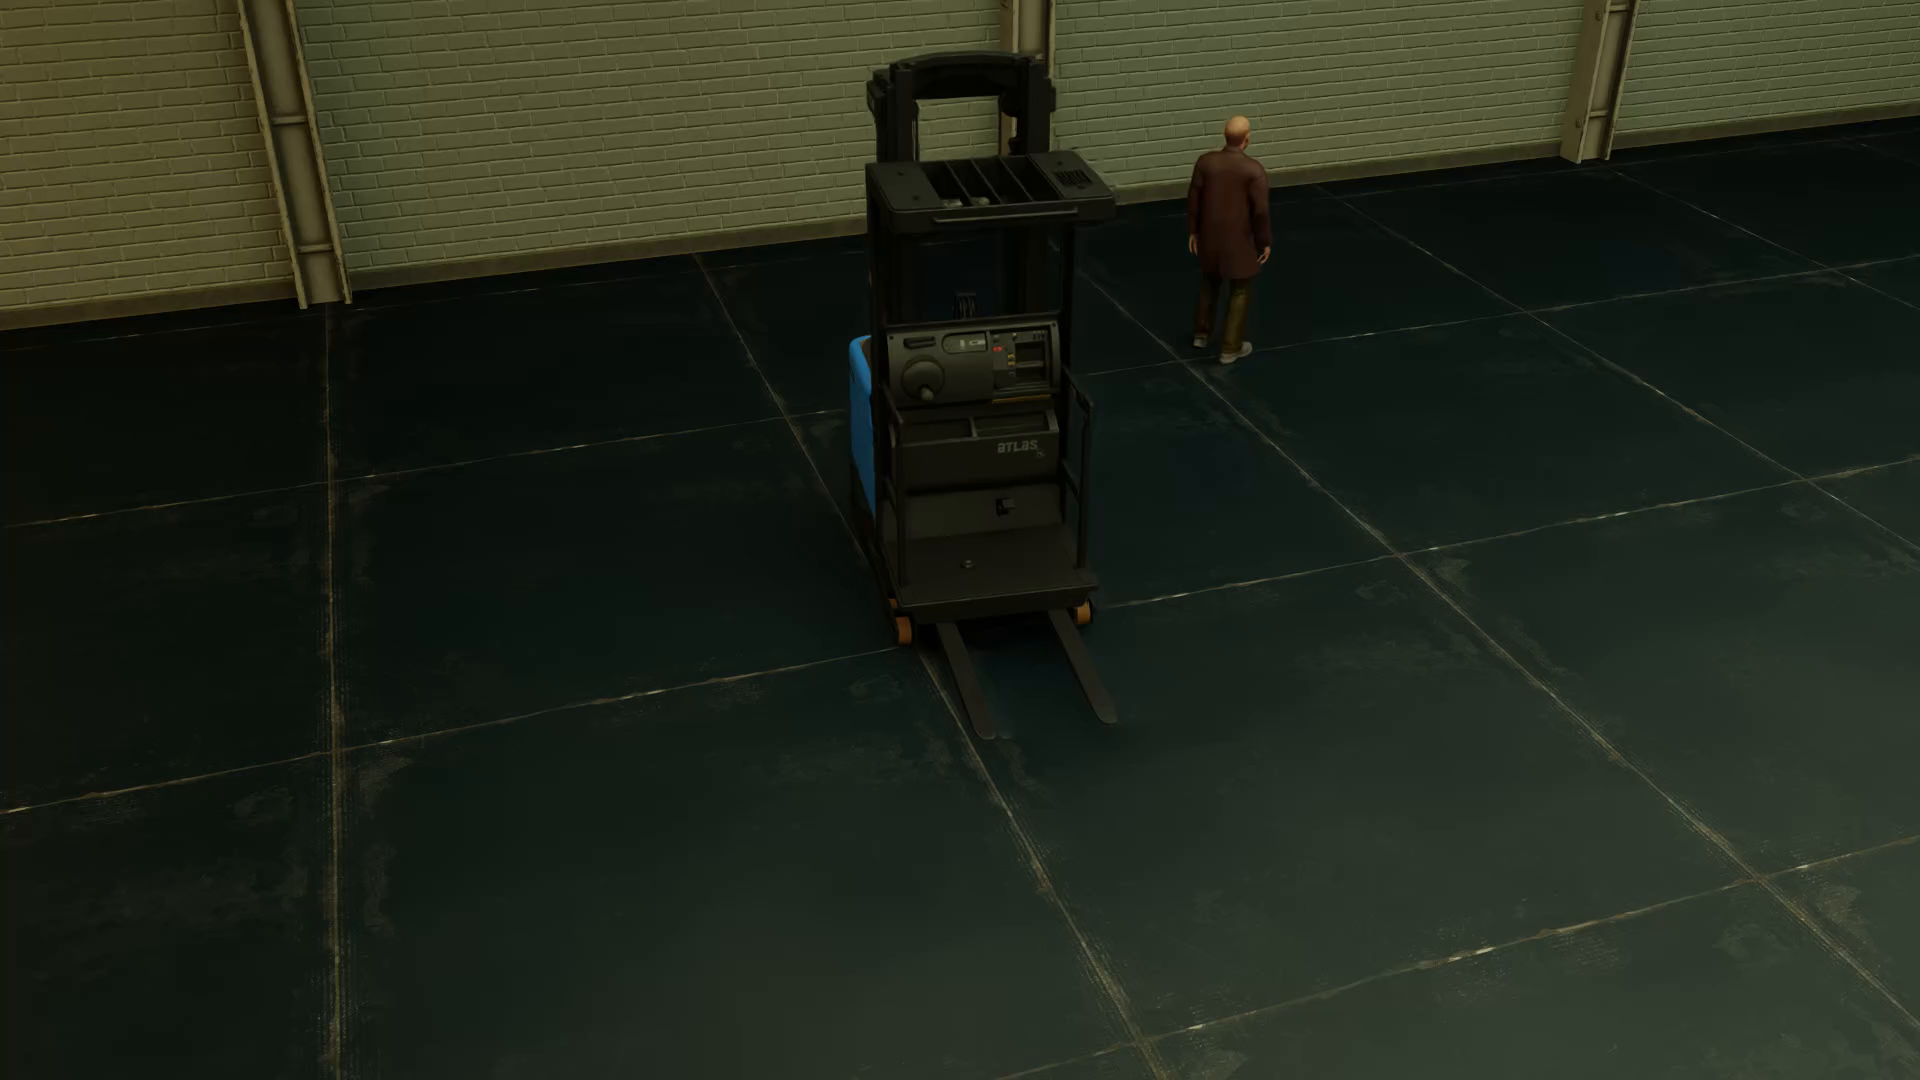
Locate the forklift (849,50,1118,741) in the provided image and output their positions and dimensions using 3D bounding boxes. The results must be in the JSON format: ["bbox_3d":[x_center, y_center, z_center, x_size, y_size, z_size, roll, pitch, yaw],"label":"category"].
[{"bbox_3d":[0.121,-0.898,8.648,1.130,2.935,3.031,-6,30,-10],"label":"forklift"}]

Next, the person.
[{"bbox_3d":[1.975,-2.189,12.080,0.660,1.791,0.492,20,35,31],"label":"person"}]
